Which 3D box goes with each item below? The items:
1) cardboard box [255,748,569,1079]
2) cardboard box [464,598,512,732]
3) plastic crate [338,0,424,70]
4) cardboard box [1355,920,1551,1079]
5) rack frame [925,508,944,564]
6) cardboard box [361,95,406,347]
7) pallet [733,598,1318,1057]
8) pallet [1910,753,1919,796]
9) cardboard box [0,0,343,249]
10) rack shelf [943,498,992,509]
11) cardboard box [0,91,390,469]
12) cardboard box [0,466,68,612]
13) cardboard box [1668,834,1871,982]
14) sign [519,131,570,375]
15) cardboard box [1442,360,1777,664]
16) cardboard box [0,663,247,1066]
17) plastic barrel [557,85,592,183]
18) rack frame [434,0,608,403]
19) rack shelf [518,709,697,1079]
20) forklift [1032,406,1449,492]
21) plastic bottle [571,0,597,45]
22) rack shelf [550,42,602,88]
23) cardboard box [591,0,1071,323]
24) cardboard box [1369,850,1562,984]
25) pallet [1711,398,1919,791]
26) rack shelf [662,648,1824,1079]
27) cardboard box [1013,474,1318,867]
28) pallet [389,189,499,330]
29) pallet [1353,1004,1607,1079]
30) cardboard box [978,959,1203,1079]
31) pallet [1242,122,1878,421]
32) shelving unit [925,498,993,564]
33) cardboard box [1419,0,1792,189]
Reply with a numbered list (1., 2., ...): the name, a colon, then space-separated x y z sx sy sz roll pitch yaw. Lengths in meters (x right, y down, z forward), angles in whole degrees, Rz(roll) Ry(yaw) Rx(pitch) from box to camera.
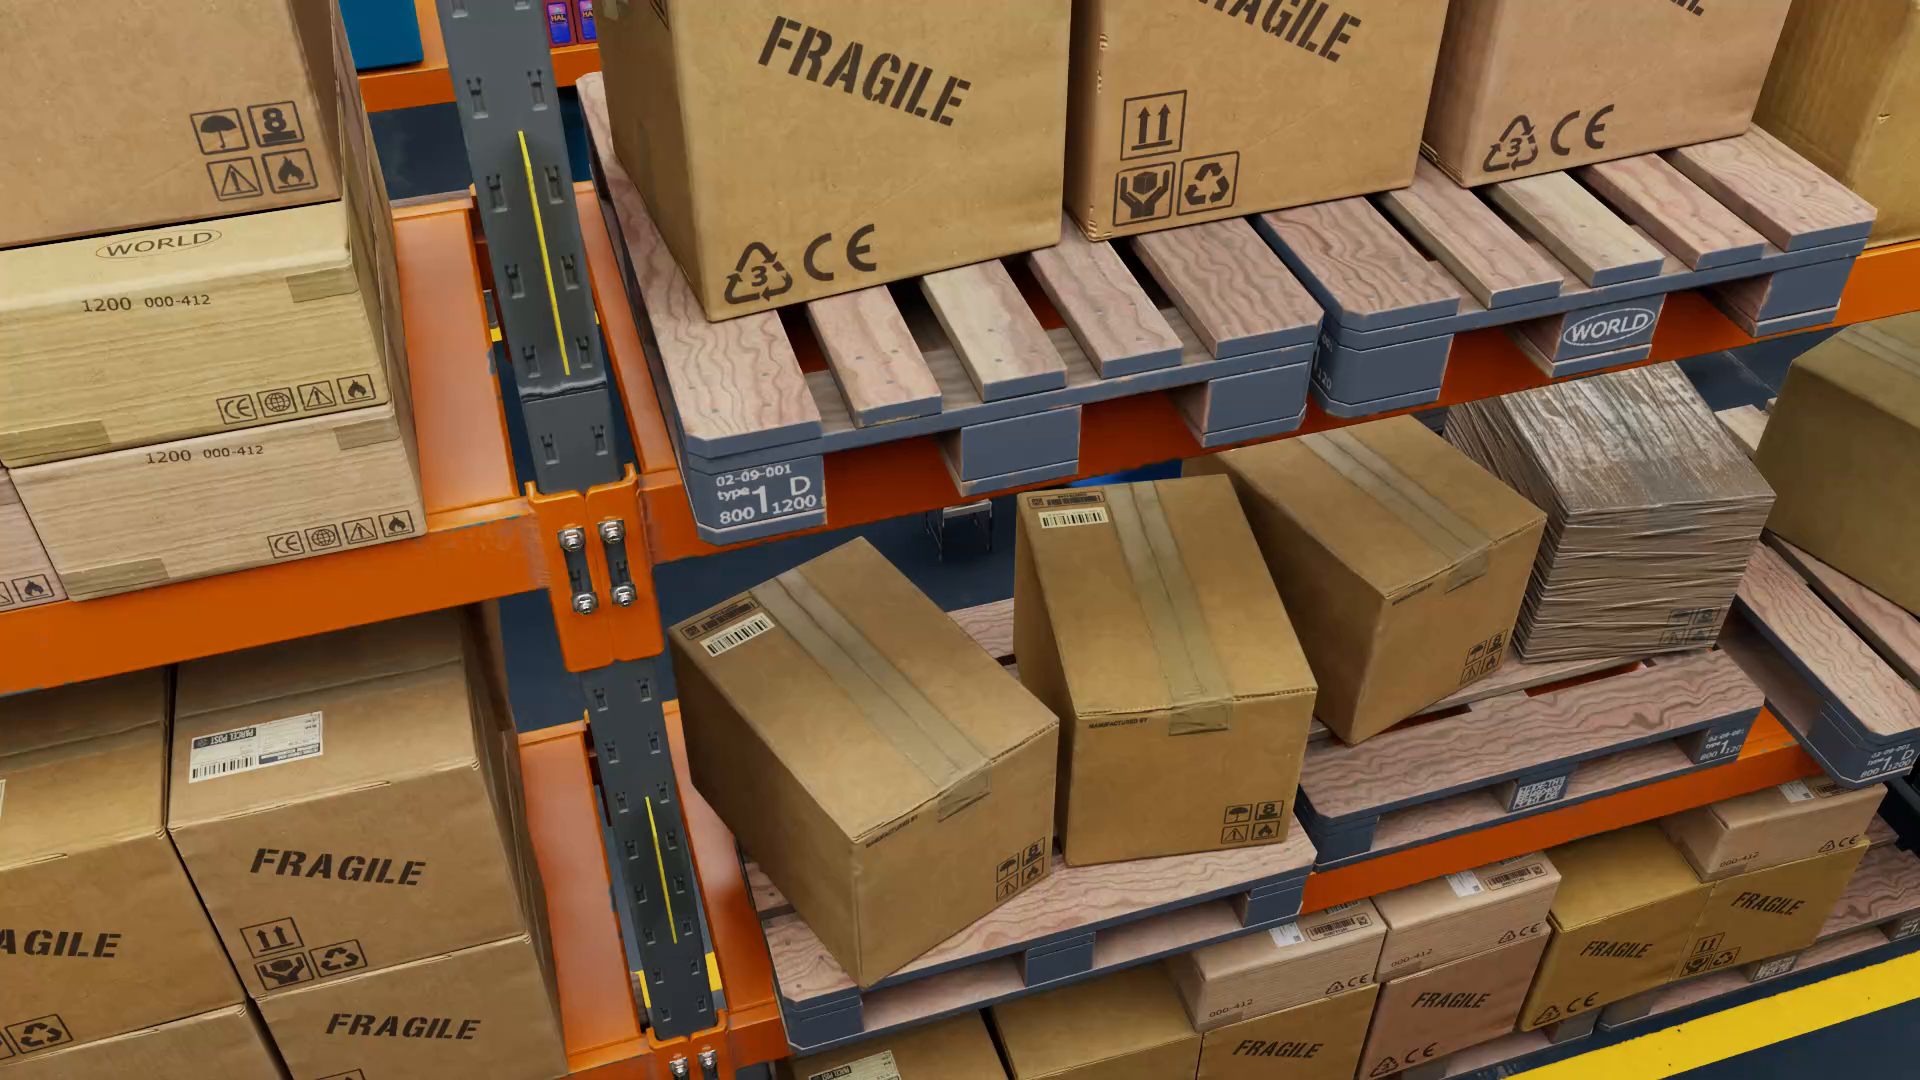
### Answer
1. cardboard box: -1.128 0.827 3.447 0.500 0.500 0.500 -11 42 -12
2. cardboard box: -1.262 0.107 3.511 0.500 0.500 0.500 -11 42 -12
3. plastic crate: -2.555 -2.215 6.972 0.575 0.384 0.392 -12 42 -13
4. cardboard box: 1.273 1.132 4.740 0.500 0.500 0.500 -13 43 -15
5. rack frame: -0.105 -0.317 6.429 0.006 0.900 0.240 -12 42 -13
6. cardboard box: -1.266 -0.527 2.908 0.500 0.250 0.500 -12 42 -13
7. pallet: 0.067 0.588 3.943 1.213 0.211 1.003 -12 42 -13
8. pallet: 3.884 0.726 5.758 1.213 0.211 1.003 -12 42 -13
9. cardboard box: -1.180 -0.819 2.292 0.500 0.500 0.700 -12 42 -13
10. rack shelf: -0.008 -0.244 6.533 0.200 0.077 0.258 -12 42 -13
11. cardboard box: -1.110 -0.390 2.371 0.500 0.250 0.500 -12 42 -13
12. cardboard box: -1.592 -0.113 2.434 0.500 0.250 0.500 -12 42 -13
13. cardboard box: 2.266 0.922 4.980 0.500 0.500 0.500 -10 42 -11
14. sign: -0.558 -0.380 2.233 0.005 0.325 0.100 -12 42 -13
15. cardboard box: 1.591 -0.125 4.218 0.500 0.500 0.700 -4 41 -5
16. cardboard box: -1.620 0.556 2.998 0.500 0.500 0.500 -12 43 -14
17. plastic barrel: -1.688 -1.969 8.000 0.708 0.901 0.600 -12 42 -13
18. rack frame: -0.728 -1.654 1.804 0.127 3.000 1.000 -12 42 -13
19. rack shelf: -2.635 1.271 3.562 4.000 0.370 1.077 -12 42 -13
20. forklift: 1.718 -1.603 6.357 3.031 2.935 1.130 -16 44 -18
21. plastic bottle: -1.607 -2.291 7.182 0.133 0.283 0.061 -12 42 -13
22. rack shelf: -0.305 -2.629 8.026 4.000 0.370 1.077 -12 42 -13
23. cardboard box: -0.225 -0.812 2.648 0.600 0.600 0.600 -16 43 -17
24. cardboard box: 1.239 0.858 4.483 0.500 0.250 0.500 -12 43 -14
25. pallet: 2.462 0.065 4.542 1.003 0.211 1.213 -12 42 -13
26. rack shelf: 1.180 0.481 4.467 4.000 0.370 1.077 -12 42 -13
27. cardboard box: 0.428 0.280 3.754 0.500 0.500 0.700 -5 41 -6
28. pallet: -2.902 -1.285 8.060 1.213 0.211 1.003 -12 42 -13
29. pallet: 1.202 1.227 5.185 1.213 0.211 1.003 -12 42 -13
30. cardboard box: 0.312 1.325 4.518 0.500 0.500 0.500 -11 42 -12
31. pallet: 0.904 -0.746 3.187 1.003 0.211 1.213 -12 42 -13
32. shelving unit: -0.008 -0.337 6.452 0.210 0.900 0.258 -12 42 -13
33. cardboard box: 1.046 -1.077 2.952 0.600 0.600 0.600 -13 43 -15
